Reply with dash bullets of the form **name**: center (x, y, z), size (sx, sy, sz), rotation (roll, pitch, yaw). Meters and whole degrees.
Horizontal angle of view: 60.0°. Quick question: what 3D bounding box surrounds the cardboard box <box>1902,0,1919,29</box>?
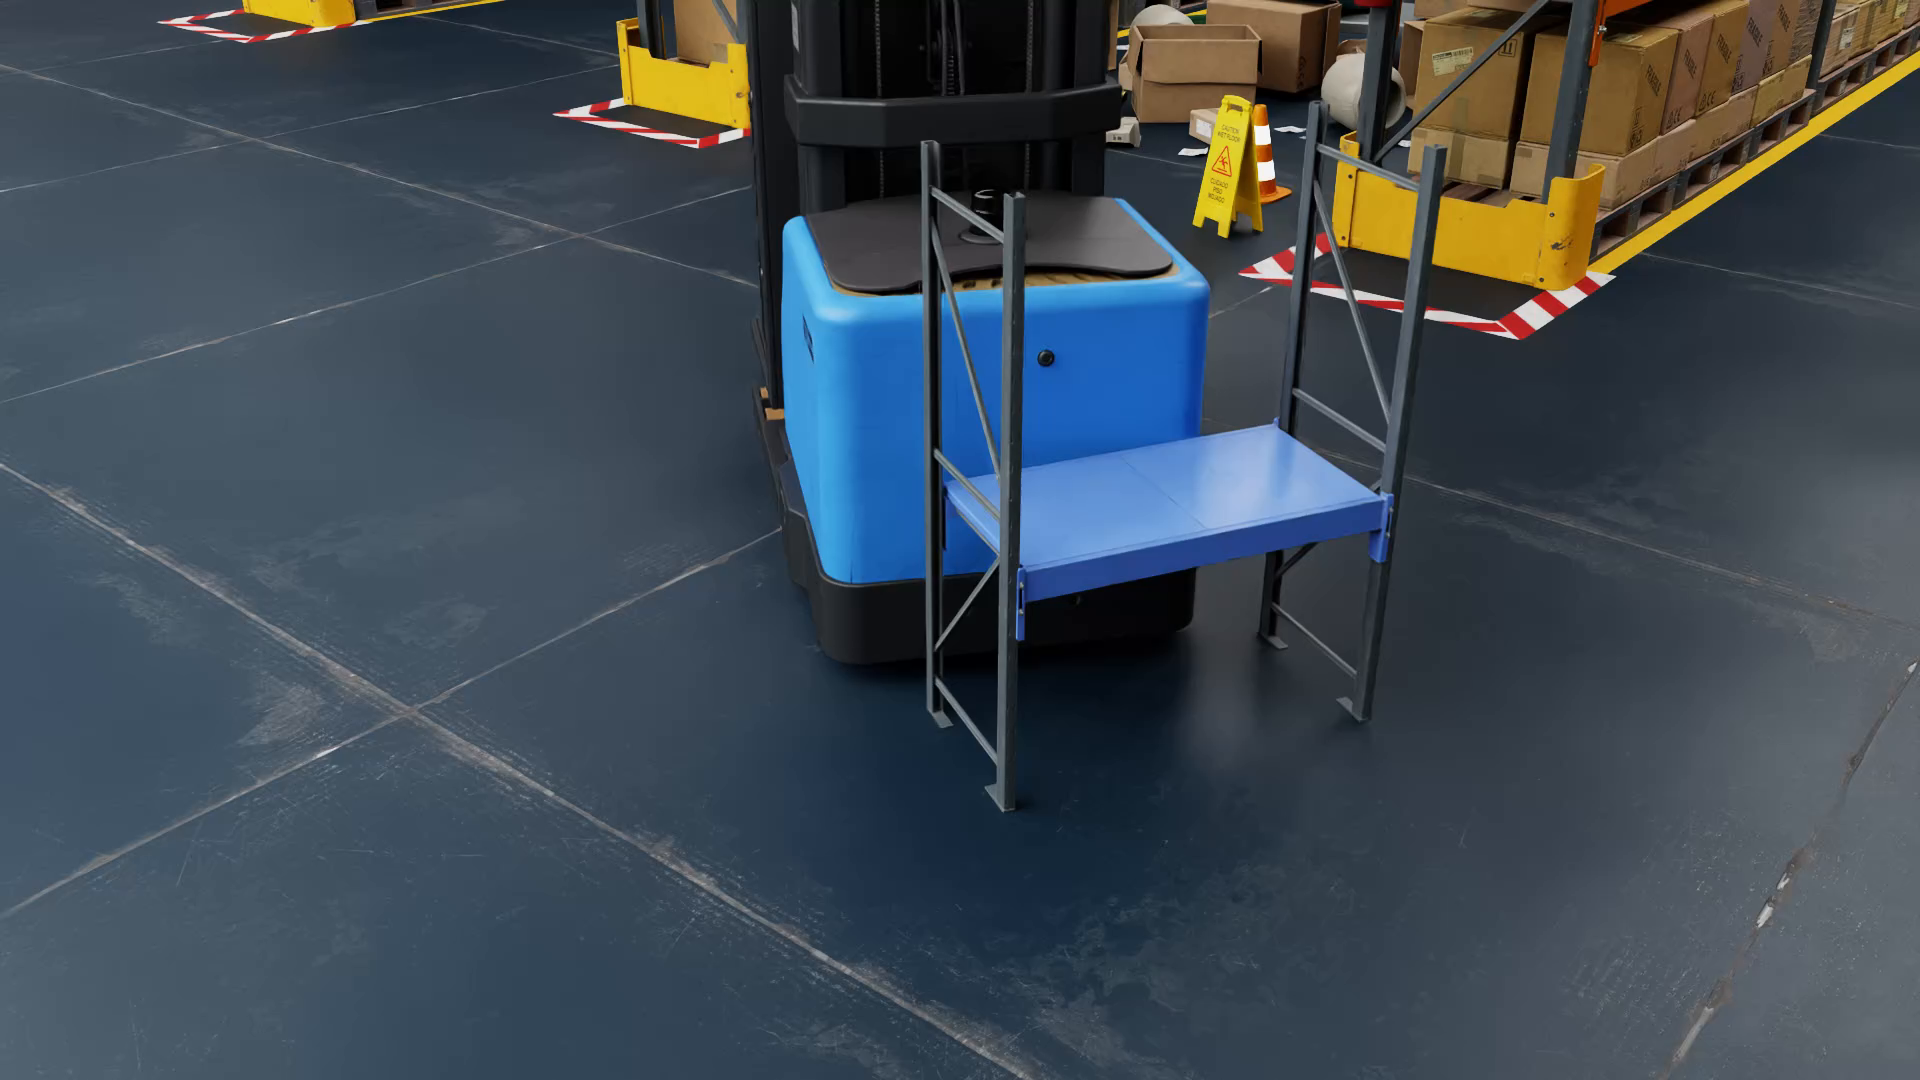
- **cardboard box**: center (6.530, -4.025, 12.170), size (0.950, 0.372, 0.625), rotation (20, 33, 33)

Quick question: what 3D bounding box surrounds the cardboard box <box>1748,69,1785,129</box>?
- **cardboard box**: center (4.317, -2.535, 9.420), size (0.500, 0.250, 0.500), rotation (20, 33, 33)

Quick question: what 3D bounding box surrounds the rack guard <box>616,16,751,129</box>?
- **rack guard**: center (-1.627, -2.923, 10.357), size (1.175, 0.500, 0.348), rotation (21, 34, 34)

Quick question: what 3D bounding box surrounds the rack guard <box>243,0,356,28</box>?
- **rack guard**: center (-5.326, -4.444, 13.296), size (1.175, 0.500, 0.348), rotation (21, 34, 34)

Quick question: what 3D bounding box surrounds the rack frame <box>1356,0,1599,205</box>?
- **rack frame**: center (2.272, -2.631, 7.071), size (1.000, 3.000, 0.127), rotation (21, 34, 34)

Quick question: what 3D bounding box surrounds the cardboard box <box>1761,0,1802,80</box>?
- **cardboard box**: center (4.325, -2.879, 9.269), size (0.500, 0.500, 0.500), rotation (21, 34, 35)

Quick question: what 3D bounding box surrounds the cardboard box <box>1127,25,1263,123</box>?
- **cardboard box**: center (1.436, -2.885, 10.279), size (0.797, 0.503, 0.637), rotation (0, 27, 0)

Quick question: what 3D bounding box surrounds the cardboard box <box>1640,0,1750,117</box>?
- **cardboard box**: center (3.668, -2.505, 8.548), size (0.500, 0.500, 0.500), rotation (22, 34, 35)

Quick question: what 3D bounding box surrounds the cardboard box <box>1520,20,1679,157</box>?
- **cardboard box**: center (3.013, -2.143, 7.848), size (0.500, 0.500, 0.500), rotation (19, 33, 33)

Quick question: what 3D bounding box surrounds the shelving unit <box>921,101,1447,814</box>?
- **shelving unit**: center (0.491, -0.208, 4.020), size (1.048, 1.500, 0.538), rotation (-11, 29, -20)

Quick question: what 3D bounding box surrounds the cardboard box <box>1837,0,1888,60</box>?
- **cardboard box**: center (5.603, -3.511, 11.176), size (0.950, 0.372, 0.625), rotation (23, 35, 37)

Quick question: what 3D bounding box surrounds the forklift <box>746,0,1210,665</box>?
- **forklift**: center (-0.137, -1.625, 5.201), size (1.130, 2.935, 3.031), rotation (-5, 28, -10)

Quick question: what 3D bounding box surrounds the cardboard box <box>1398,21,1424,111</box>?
- **cardboard box**: center (3.085, -2.958, 10.421), size (0.500, 0.500, 0.500), rotation (-5, 28, -9)

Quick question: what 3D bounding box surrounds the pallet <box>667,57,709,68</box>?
- **pallet**: center (-1.163, -3.110, 11.032), size (1.003, 0.211, 1.213), rotation (21, 34, 34)

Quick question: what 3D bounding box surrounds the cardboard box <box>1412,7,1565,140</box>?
- **cardboard box**: center (2.581, -2.290, 8.131), size (0.500, 0.500, 0.500), rotation (21, 34, 35)

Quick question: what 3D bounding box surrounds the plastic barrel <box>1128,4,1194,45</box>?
- **plastic barrel**: center (1.395, -3.465, 11.488), size (0.421, 0.421, 0.512), rotation (-5, 28, -9)

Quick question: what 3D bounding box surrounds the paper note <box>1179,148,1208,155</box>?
- **paper note**: center (1.337, -2.229, 9.526), size (0.148, 0.019, 0.142), rotation (9, 29, 17)

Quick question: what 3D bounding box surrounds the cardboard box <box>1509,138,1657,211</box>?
- **cardboard box**: center (2.999, -1.802, 8.003), size (0.500, 0.250, 0.500), rotation (20, 34, 34)

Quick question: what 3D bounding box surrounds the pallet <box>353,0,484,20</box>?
- **pallet**: center (-4.782, -4.593, 13.900), size (1.003, 0.211, 1.213), rotation (21, 34, 34)

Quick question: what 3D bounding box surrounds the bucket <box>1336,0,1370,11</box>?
- **bucket**: center (2.625, -3.959, 11.547), size (0.620, 0.611, 0.726), rotation (-5, 26, -32)

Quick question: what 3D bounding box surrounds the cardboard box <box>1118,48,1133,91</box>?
- **cardboard box**: center (1.260, -3.098, 10.950), size (0.258, 0.266, 0.396), rotation (-21, 34, -35)

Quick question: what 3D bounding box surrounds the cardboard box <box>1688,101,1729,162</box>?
- **cardboard box**: center (3.666, -2.177, 8.730), size (0.500, 0.250, 0.500), rotation (24, 35, 38)

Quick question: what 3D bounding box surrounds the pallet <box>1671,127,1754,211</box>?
- **pallet**: center (3.641, -2.128, 9.133), size (1.003, 0.211, 1.213), rotation (21, 34, 34)

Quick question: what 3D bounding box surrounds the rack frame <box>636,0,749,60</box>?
- **rack frame**: center (-1.612, -4.042, 9.799), size (1.000, 3.000, 0.127), rotation (21, 34, 34)

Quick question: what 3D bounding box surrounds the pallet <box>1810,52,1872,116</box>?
- **pallet**: center (5.310, -3.087, 10.988), size (1.003, 0.211, 1.213), rotation (21, 34, 34)

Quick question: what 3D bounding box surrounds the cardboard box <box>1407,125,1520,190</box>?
- **cardboard box**: center (2.594, -1.970, 8.329), size (0.500, 0.250, 0.500), rotation (21, 34, 34)

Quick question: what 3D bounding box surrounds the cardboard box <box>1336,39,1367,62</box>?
- **cardboard box**: center (2.642, -3.173, 11.095), size (0.258, 0.266, 0.396), rotation (0, 27, 0)

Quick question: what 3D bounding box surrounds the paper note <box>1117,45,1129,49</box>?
- **paper note**: center (1.204, -3.639, 12.250), size (0.147, 0.020, 0.142), rotation (0, 27, 0)

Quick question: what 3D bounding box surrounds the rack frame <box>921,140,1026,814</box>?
- **rack frame**: center (0.022, -0.118, 3.846), size (0.032, 1.500, 0.500), rotation (-11, 29, -20)

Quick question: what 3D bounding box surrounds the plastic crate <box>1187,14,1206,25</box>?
- **plastic crate**: center (1.833, -3.792, 12.314), size (0.662, 0.188, 0.450), rotation (-10, 19, -18)

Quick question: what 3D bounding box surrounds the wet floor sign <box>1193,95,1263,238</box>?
- **wet floor sign**: center (1.326, -1.831, 8.087), size (0.232, 0.644, 0.267), rotation (-15, 31, -27)

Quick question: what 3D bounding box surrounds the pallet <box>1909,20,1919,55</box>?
- **pallet**: center (6.863, -3.952, 12.660), size (1.003, 0.211, 1.213), rotation (21, 34, 34)

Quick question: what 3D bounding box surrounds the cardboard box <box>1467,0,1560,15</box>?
- **cardboard box**: center (2.762, -2.728, 8.271), size (0.380, 0.149, 0.250), rotation (22, 35, 36)

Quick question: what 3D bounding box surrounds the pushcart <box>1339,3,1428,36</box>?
- **pushcart**: center (3.025, -3.533, 11.669), size (1.648, 0.377, 0.936), rotation (9, 29, 17)
